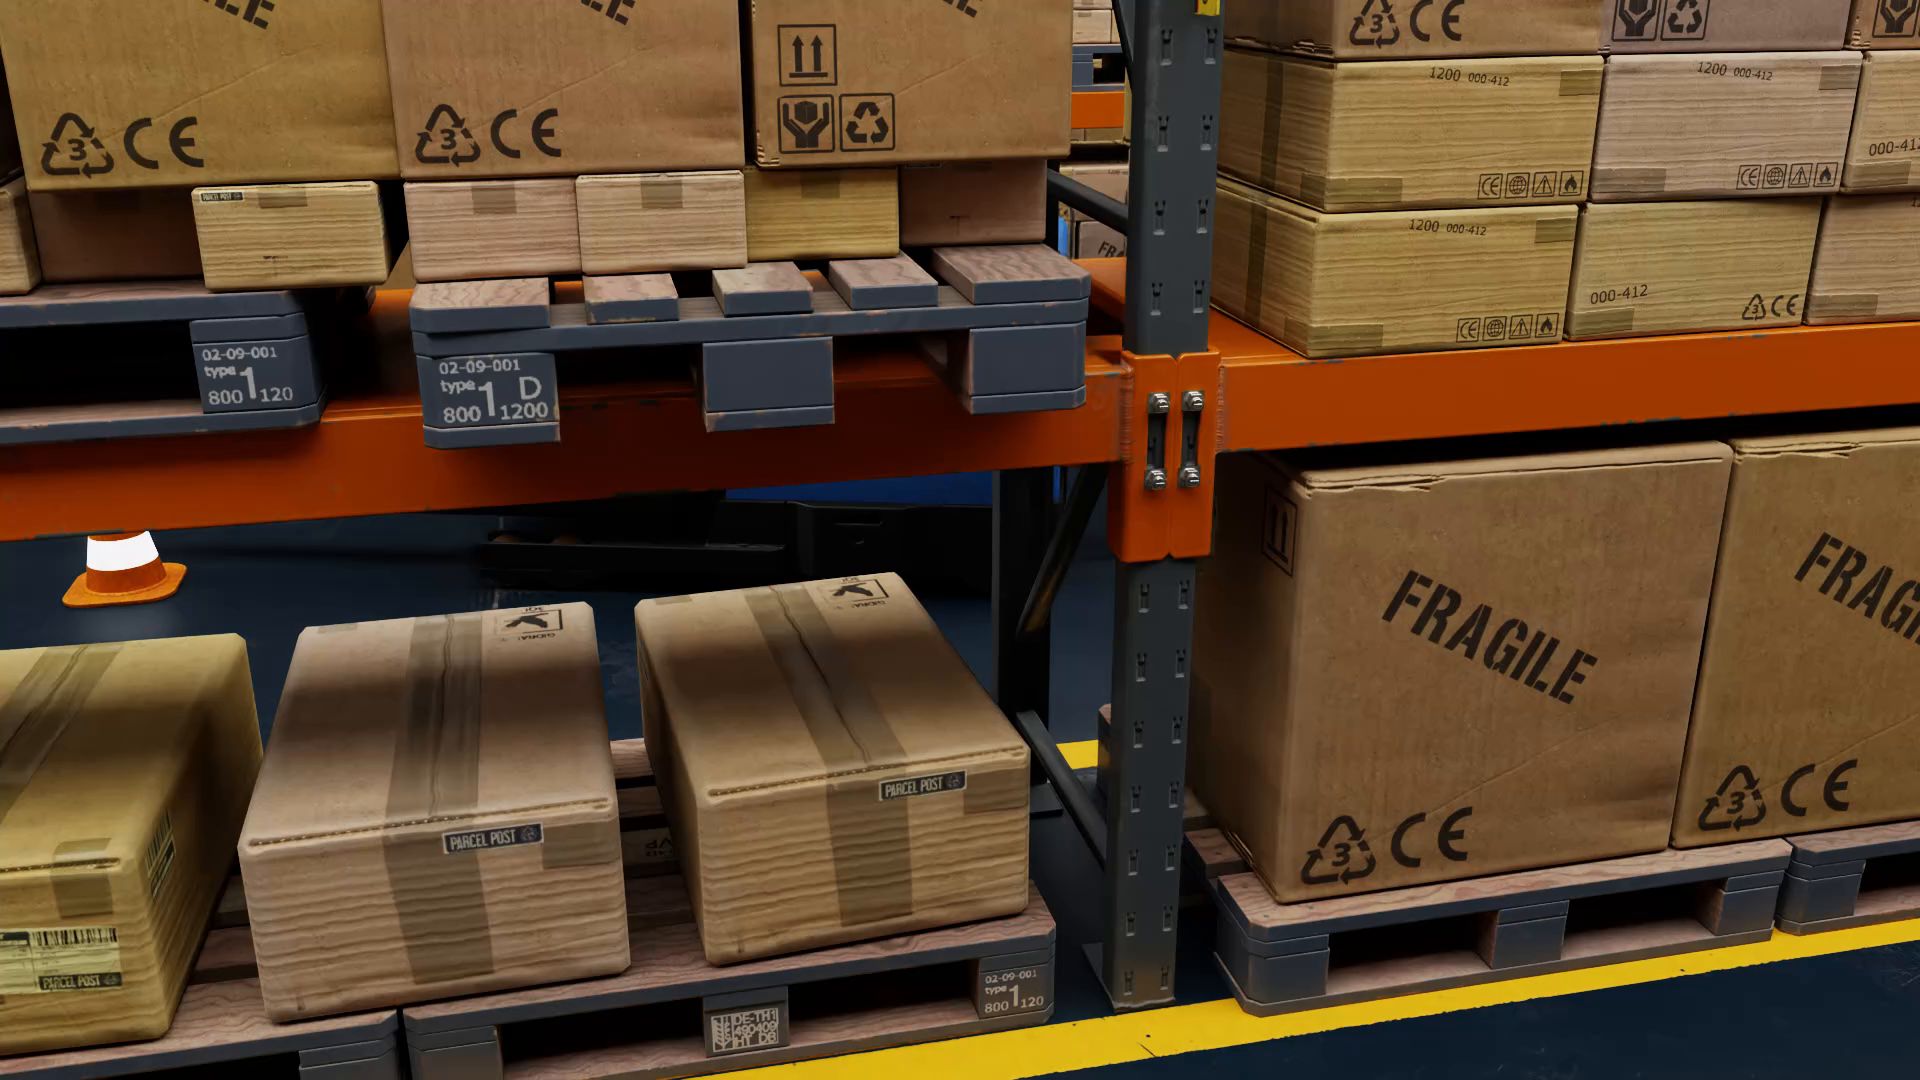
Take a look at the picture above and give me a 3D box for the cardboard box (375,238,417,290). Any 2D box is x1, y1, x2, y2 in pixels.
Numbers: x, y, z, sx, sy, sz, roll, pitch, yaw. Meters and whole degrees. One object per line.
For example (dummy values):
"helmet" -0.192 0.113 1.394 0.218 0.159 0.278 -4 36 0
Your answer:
"cardboard box" -2.451 -1.350 7.798 0.750 0.750 1.050 -4 21 -12

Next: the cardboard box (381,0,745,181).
"cardboard box" -0.629 -0.858 2.609 0.500 0.500 0.500 -5 21 -13

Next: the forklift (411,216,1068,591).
"forklift" -1.154 -1.400 5.375 3.031 2.935 1.130 2 20 4

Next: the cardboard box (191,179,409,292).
"cardboard box" -1.005 -0.499 2.570 0.250 0.149 0.380 -4 21 -12

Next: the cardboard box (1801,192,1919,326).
"cardboard box" 1.792 -0.618 3.360 0.500 0.250 0.500 -4 20 -11

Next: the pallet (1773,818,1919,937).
"pallet" 2.220 0.529 4.065 1.213 0.211 1.003 -5 21 -12

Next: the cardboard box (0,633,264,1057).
"cardboard box" -1.758 0.549 3.165 0.625 0.372 0.950 -4 20 -11

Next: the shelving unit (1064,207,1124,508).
"shelving unit" 0.455 -0.547 5.565 0.189 1.200 0.258 2 20 4

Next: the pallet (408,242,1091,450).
"pallet" -0.419 -0.466 3.005 1.003 0.211 1.213 -5 21 -12

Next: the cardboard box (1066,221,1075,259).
"cardboard box" 0.248 -1.332 8.114 0.500 0.500 0.500 -4 21 -12

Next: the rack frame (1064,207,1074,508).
"rack frame" 0.363 -0.550 5.571 0.006 1.200 0.240 2 20 4

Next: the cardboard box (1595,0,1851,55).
"cardboard box" 1.267 -1.164 3.033 0.500 0.500 0.500 -5 21 -12

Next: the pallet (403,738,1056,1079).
"pallet" -0.511 0.722 3.535 1.213 0.211 1.003 -5 21 -12

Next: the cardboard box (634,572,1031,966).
"cardboard box" -0.302 0.430 3.490 0.625 0.372 0.950 -6 21 -16

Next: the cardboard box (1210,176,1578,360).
"cardboard box" 0.784 -0.532 3.125 0.500 0.250 0.500 -5 21 -13

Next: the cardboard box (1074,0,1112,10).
"cardboard box" 0.540 -2.571 7.794 0.250 0.149 0.380 -5 21 -12

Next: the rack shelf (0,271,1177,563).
"rack shelf" -1.696 -0.152 2.915 4.000 0.370 1.077 -5 21 -12

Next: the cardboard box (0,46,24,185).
"cardboard box" -1.651 -0.775 2.381 0.500 0.500 0.500 -6 21 -15

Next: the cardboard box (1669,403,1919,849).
"cardboard box" 1.810 0.056 3.779 0.875 0.875 0.875 -4 21 -12

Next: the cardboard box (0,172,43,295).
"cardboard box" -1.504 -0.474 2.501 0.250 0.149 0.380 -5 21 -14

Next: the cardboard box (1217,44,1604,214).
"cardboard box" 0.800 -0.770 3.047 0.500 0.250 0.500 -5 21 -13

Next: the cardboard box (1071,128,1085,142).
"cardboard box" 0.375 -3.353 13.086 0.875 0.875 1.225 -5 21 -14

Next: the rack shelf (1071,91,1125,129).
"rack shelf" 0.959 -2.118 8.281 4.000 0.370 1.077 -5 21 -12

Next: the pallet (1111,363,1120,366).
"pallet" 0.959 -1.145 8.632 1.213 0.211 1.003 -5 21 -12

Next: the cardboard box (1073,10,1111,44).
"cardboard box" 0.539 -2.431 7.844 0.250 0.149 0.380 -4 20 -11

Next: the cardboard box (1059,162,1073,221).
"cardboard box" 0.233 -1.686 7.991 0.500 0.250 0.500 -5 21 -13

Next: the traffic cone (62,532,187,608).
"traffic cone" -2.706 -0.065 5.319 0.334 0.463 0.336 -5 21 -12

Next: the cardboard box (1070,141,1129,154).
"cardboard box" 0.605 -1.893 8.555 0.500 0.250 0.500 -4 21 -11

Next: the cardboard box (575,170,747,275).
"cardboard box" -0.494 -0.542 2.689 0.250 0.149 0.380 -5 21 -13

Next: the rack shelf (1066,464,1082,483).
"rack shelf" 0.455 -0.280 5.663 0.180 0.103 0.258 2 20 4

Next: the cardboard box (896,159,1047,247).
"cardboard box" -0.015 -0.623 2.908 0.250 0.149 0.380 -4 20 -10

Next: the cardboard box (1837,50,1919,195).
"cardboard box" 1.791 -0.846 3.254 0.500 0.250 0.500 -5 21 -13
